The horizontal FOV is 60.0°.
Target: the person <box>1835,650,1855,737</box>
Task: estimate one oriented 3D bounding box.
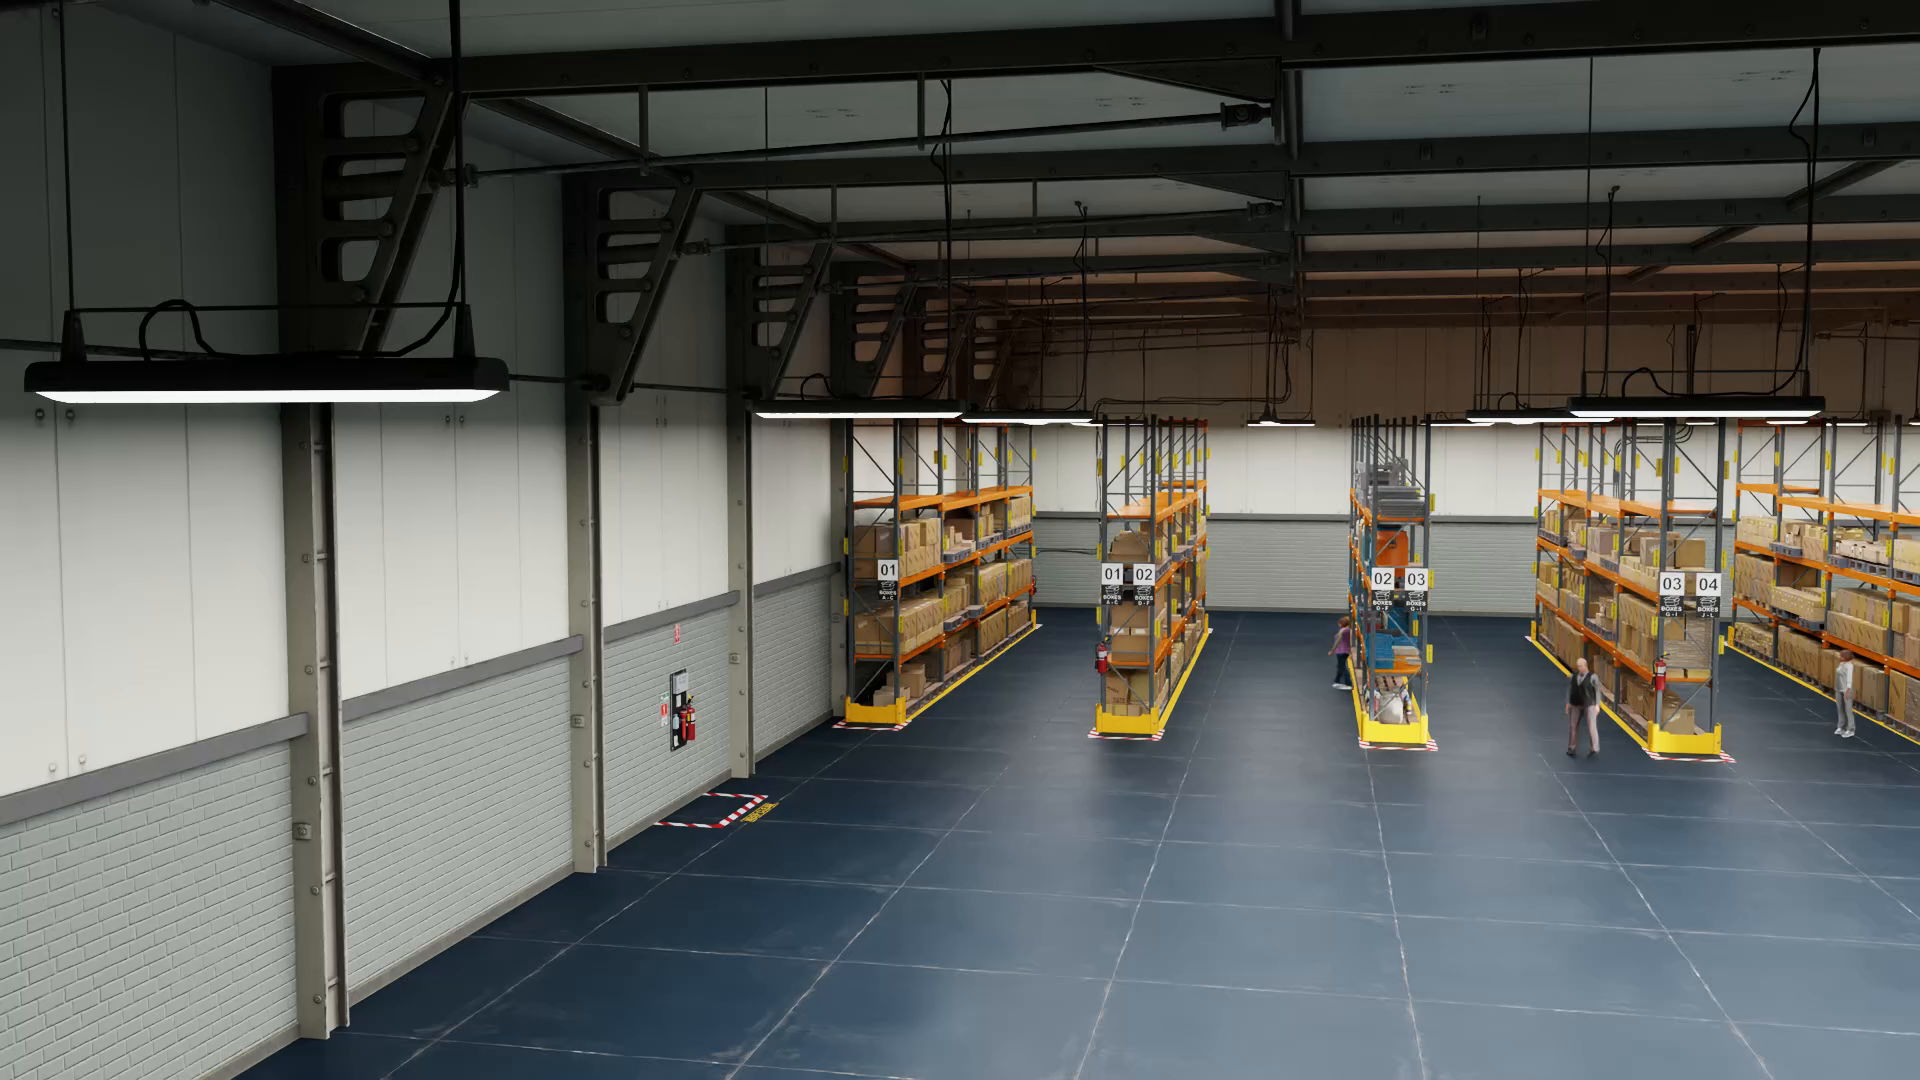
[{"bbox_3d":[16.551,2.904,31.123,0.337,1.507,0.444,-1,4,-12],"label":"person"}]

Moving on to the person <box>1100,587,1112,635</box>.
[{"bbox_3d":[4.107,1.810,46.456,0.543,1.677,0.441,-3,5,-41],"label":"person"}]

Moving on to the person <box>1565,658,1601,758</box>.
[{"bbox_3d":[10.868,2.927,29.083,0.583,1.708,0.416,3,5,42],"label":"person"}]

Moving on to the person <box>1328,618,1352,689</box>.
[{"bbox_3d":[8.359,2.492,36.581,0.472,1.597,0.741,-3,5,-36],"label":"person"}]
